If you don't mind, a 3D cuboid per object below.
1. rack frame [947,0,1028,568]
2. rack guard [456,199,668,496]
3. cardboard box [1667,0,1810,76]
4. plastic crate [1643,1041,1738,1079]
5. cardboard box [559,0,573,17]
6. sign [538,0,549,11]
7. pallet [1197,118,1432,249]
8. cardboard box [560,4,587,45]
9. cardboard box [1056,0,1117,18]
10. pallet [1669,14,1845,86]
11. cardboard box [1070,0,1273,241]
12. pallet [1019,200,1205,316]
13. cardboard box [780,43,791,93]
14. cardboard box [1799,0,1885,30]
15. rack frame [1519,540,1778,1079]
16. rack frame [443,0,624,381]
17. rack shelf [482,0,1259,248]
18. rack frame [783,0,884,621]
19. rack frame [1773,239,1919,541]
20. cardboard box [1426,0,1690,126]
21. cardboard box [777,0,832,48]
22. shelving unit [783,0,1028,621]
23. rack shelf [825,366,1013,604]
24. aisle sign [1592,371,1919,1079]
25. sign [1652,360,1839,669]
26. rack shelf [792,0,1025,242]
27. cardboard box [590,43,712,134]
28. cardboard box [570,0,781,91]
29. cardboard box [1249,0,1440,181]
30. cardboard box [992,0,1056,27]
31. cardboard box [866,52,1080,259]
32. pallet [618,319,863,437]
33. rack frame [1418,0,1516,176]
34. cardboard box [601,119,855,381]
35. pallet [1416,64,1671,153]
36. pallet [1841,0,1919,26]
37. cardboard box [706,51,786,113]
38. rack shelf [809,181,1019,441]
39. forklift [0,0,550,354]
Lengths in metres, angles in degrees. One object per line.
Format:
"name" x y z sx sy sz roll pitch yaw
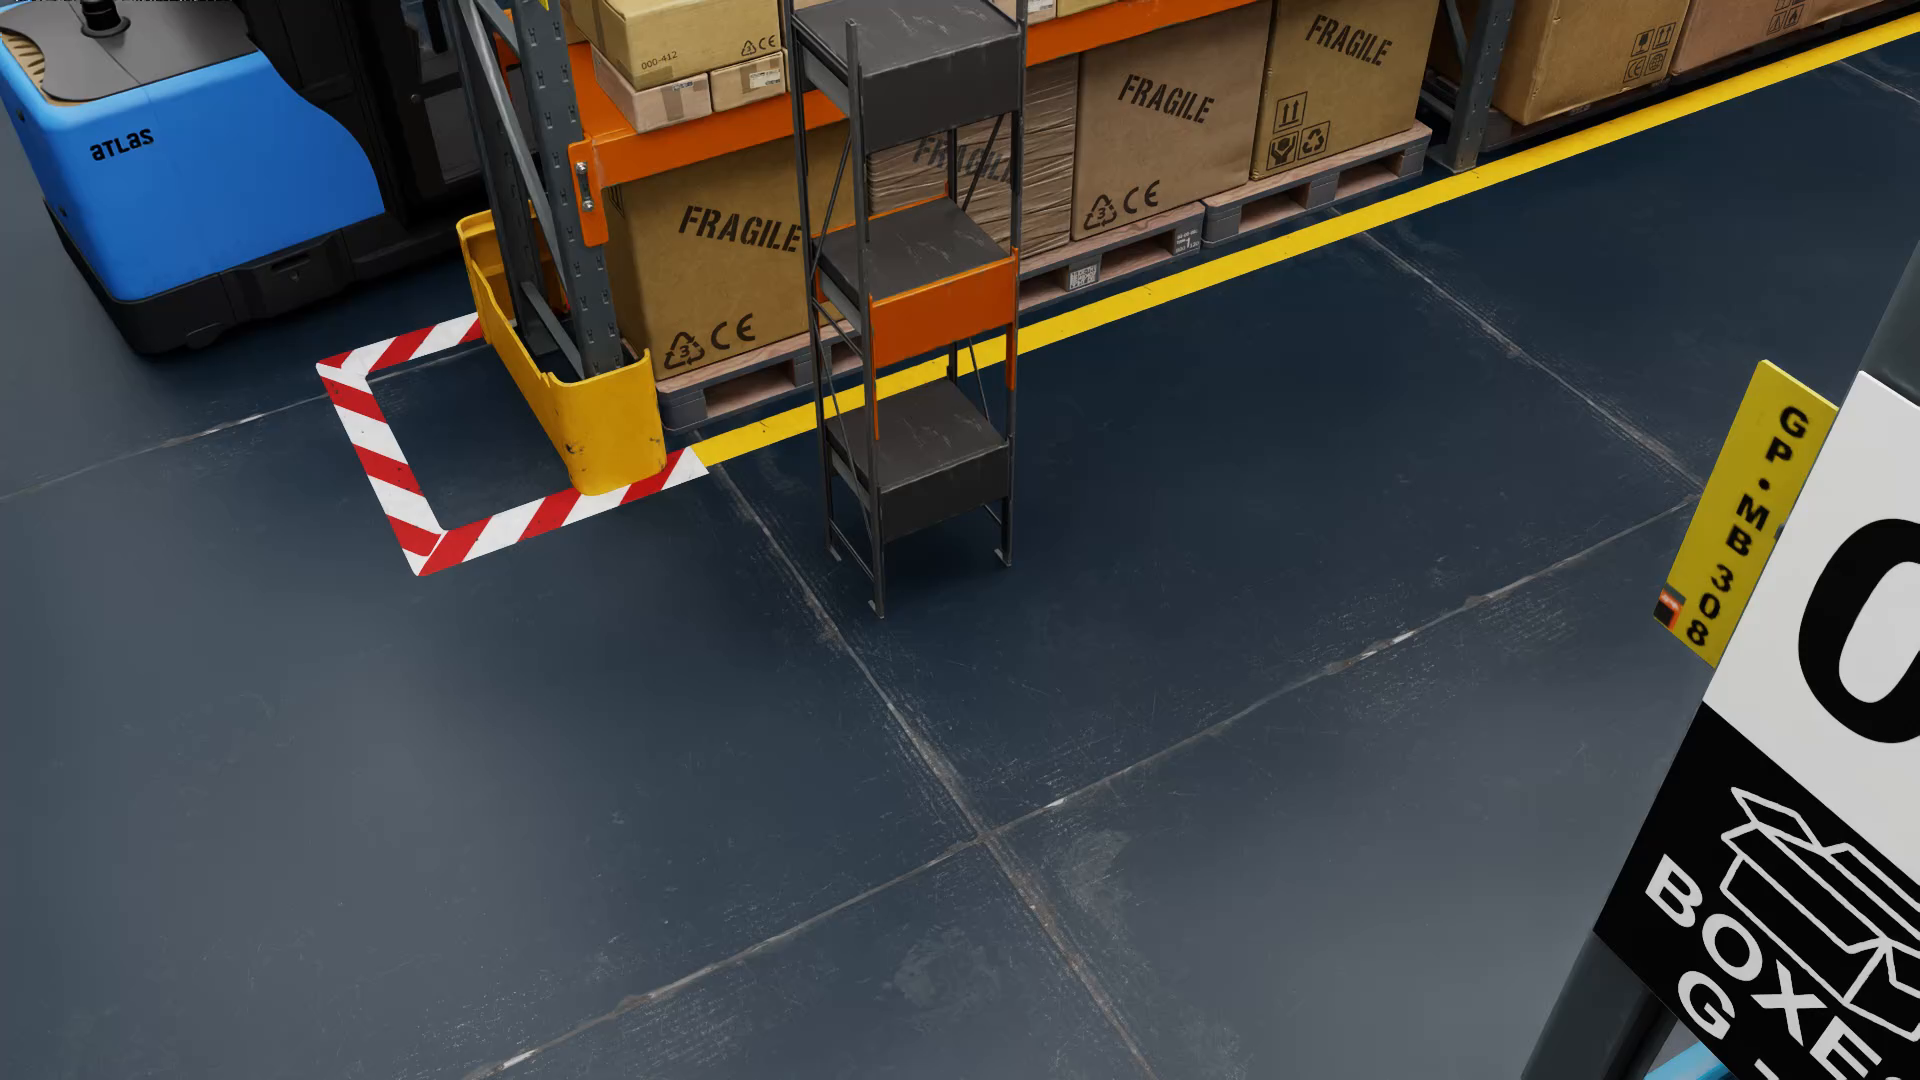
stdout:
"rack frame" 0.068 -0.781 5.047 0.015 2.100 0.400 -22 48 -21
"rack guard" -1.478 -0.731 6.144 0.348 0.500 1.175 -22 48 -21
"cardboard box" 3.331 -2.957 7.867 0.875 0.875 1.225 -23 49 -22
"plastic crate" 1.208 1.091 2.403 0.499 0.435 0.616 -22 48 -21
"cardboard box" -1.169 -2.018 5.570 0.500 0.250 0.500 -23 48 -22
"sign" -1.186 -1.638 4.606 0.005 0.325 0.100 -22 48 -21
"pallet" 1.313 -1.807 7.461 1.213 0.211 1.003 -22 48 -21
"cardboard box" -1.312 -1.869 5.702 0.250 0.149 0.380 -21 48 -20
"cardboard box" 0.348 -2.005 5.842 0.250 0.149 0.380 -23 49 -22
"pallet" 3.702 -2.763 8.445 1.213 0.211 1.003 -22 48 -21
"cardboard box" 0.619 -1.920 6.798 0.875 0.875 0.875 -22 48 -21
"pallet" 0.254 -1.381 7.021 1.213 0.211 1.003 -22 48 -21
"cardboard box" -0.541 -1.649 5.476 0.250 0.149 0.380 -23 49 -22
"cardboard box" 4.094 -3.269 8.189 0.875 0.875 1.225 -22 48 -21
"rack frame" 1.011 1.354 2.201 0.127 3.000 1.000 -22 48 -21
"rack frame" -1.457 -1.637 5.283 0.127 3.000 1.000 -22 48 -21
"rack shelf" 0.277 -2.072 6.248 4.000 0.370 1.077 -22 48 -21
"rack frame" -0.355 -0.611 4.872 0.015 2.100 0.400 -22 48 -21
"rack frame" 1.011 -0.799 0.111 0.127 3.000 1.000 -22 48 -21
"cardboard box" 2.556 -2.647 7.548 0.875 0.875 1.225 -22 48 -21
"cardboard box" -0.459 -1.877 5.425 0.500 0.250 0.500 -22 48 -21
"shelving unit" -0.144 -0.696 4.960 0.503 2.100 0.431 -22 48 -21
"rack shelf" -0.144 -0.184 5.457 0.480 0.518 0.431 -22 48 -21
"aisle sign" 0.802 0.269 1.452 0.004 0.787 0.394 -22 48 -21
"sign" 0.722 -0.011 1.529 0.005 0.325 0.100 -22 48 -21
"rack shelf" -0.144 -1.189 4.482 0.480 0.518 0.431 -22 48 -21
"cardboard box" -0.985 -1.470 5.292 0.250 0.149 0.380 -21 48 -21
"cardboard box" -0.906 -1.693 5.235 0.500 0.250 0.500 -23 49 -22
"cardboard box" 1.399 -2.232 7.120 0.875 0.875 0.875 -22 48 -21
"cardboard box" 0.129 -1.918 5.753 0.250 0.149 0.380 -22 48 -21
"cardboard box" -0.153 -1.611 6.480 0.875 0.875 0.875 -22 48 -21
"pallet" -0.803 -0.961 6.588 1.213 0.211 1.003 -22 48 -21
"rack frame" 2.011 -3.024 6.713 0.127 3.000 1.000 -22 48 -21
"cardboard box" -0.942 -1.295 6.155 0.875 0.875 0.875 -22 48 -21
"pallet" 2.643 -2.337 8.006 1.213 0.211 1.003 -22 48 -21
"pallet" 4.759 -3.183 8.879 1.213 0.211 1.003 -22 48 -21
"cardboard box" -0.763 -1.560 5.384 0.250 0.149 0.380 -22 48 -22
"rack shelf" -0.144 -0.686 4.969 0.480 0.518 0.431 -22 48 -21
"forklift" -2.250 -2.615 6.340 3.031 2.935 1.130 -28 51 -26
